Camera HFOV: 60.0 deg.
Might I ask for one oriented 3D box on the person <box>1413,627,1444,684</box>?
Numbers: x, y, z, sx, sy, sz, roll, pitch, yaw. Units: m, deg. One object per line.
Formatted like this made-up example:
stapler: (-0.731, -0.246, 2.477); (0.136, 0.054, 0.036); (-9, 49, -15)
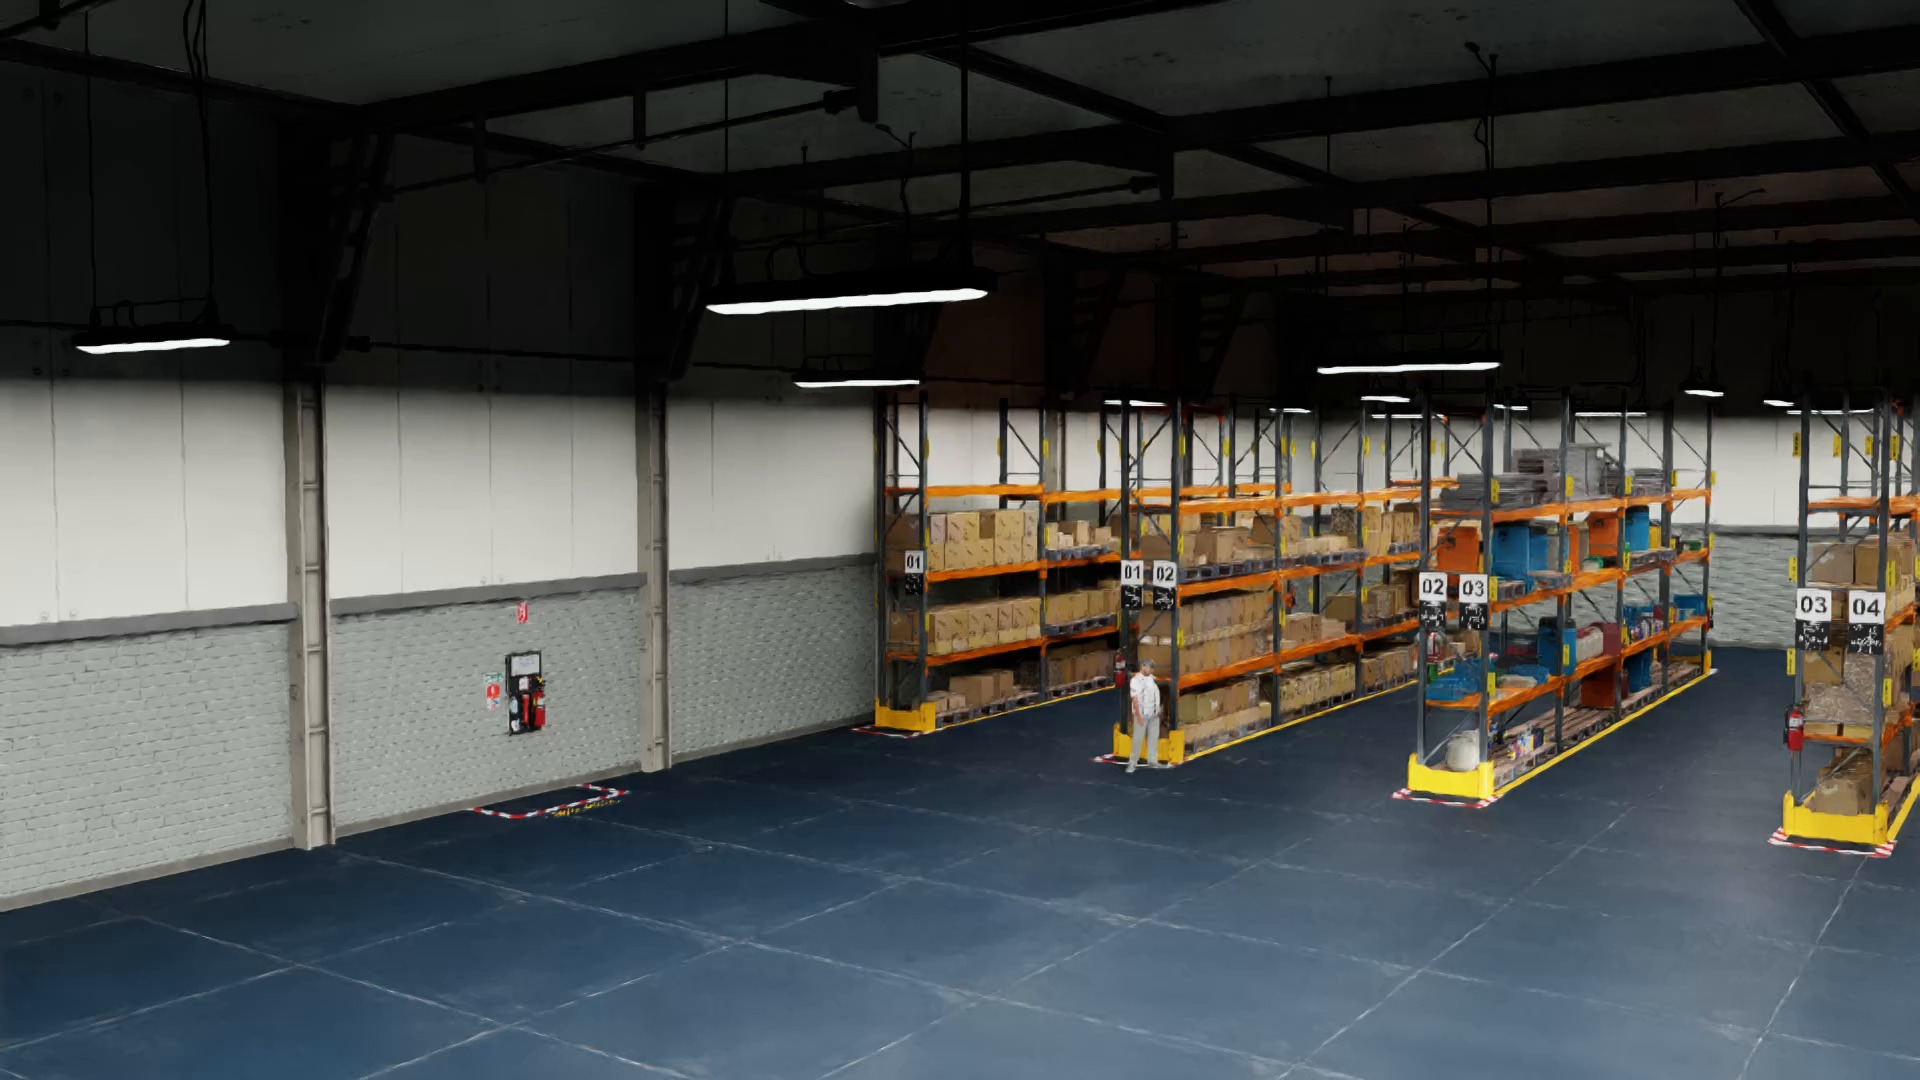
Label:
person: (8.991, 2.351, 32.014); (0.557, 1.705, 1.116); (2, 4, 32)

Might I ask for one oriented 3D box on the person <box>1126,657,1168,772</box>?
person: (2.868, 2.682, 25.687); (0.713, 1.762, 0.413); (-3, 4, -39)
